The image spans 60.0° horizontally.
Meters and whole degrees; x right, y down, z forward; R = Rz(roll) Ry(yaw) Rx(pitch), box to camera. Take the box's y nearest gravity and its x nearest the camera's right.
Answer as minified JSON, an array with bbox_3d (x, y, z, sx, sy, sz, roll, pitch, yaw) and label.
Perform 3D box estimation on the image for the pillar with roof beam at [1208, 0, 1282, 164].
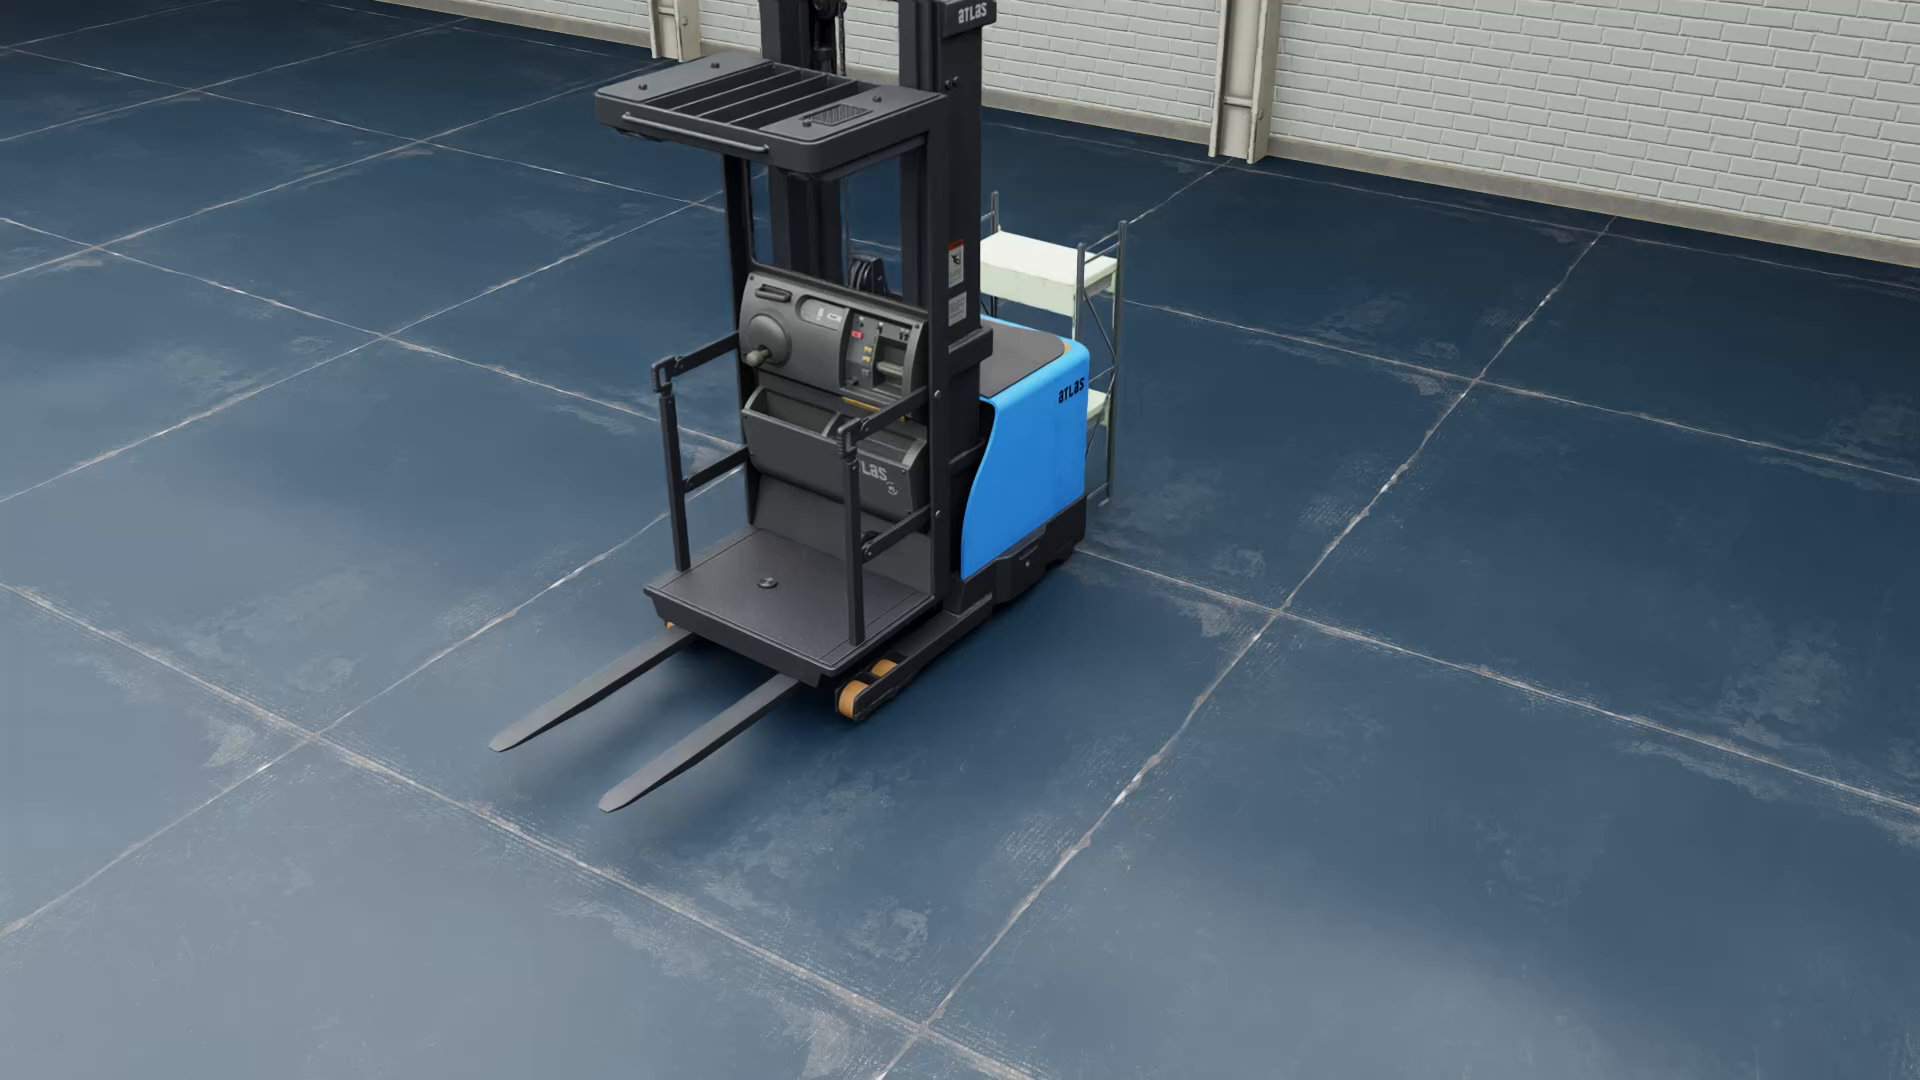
[{"bbox_3d":[0.000,-5.218,8.264,0.400,9.000,9.100,18,35,27],"label":"pillar with roof beam"}]

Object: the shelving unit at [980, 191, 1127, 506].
[{"bbox_3d":[0.365,-0.887,8.283,0.755,1.500,0.431,20,36,30],"label":"shelving unit"}]

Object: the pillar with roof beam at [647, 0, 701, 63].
[{"bbox_3d":[-5.082,-6.825,11.019,0.400,9.000,9.100,18,35,27],"label":"pillar with roof beam"}]

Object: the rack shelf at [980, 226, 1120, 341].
[{"bbox_3d":[0.365,-1.224,8.086,0.720,0.370,0.431,20,36,30],"label":"rack shelf"}]

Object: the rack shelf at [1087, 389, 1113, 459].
[{"bbox_3d":[0.365,-0.606,8.447,0.720,0.370,0.431,20,36,30],"label":"rack shelf"}]

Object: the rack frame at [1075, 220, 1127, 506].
[{"bbox_3d":[0.662,-0.780,8.098,0.023,1.500,0.400,20,36,30],"label":"rack frame"}]

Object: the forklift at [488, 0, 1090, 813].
[{"bbox_3d":[-0.663,-0.789,6.694,1.130,2.935,3.031,20,36,31],"label":"forklift"}]

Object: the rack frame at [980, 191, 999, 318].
[{"bbox_3d":[0.068,-0.995,8.467,0.023,1.500,0.400,20,36,30],"label":"rack frame"}]
